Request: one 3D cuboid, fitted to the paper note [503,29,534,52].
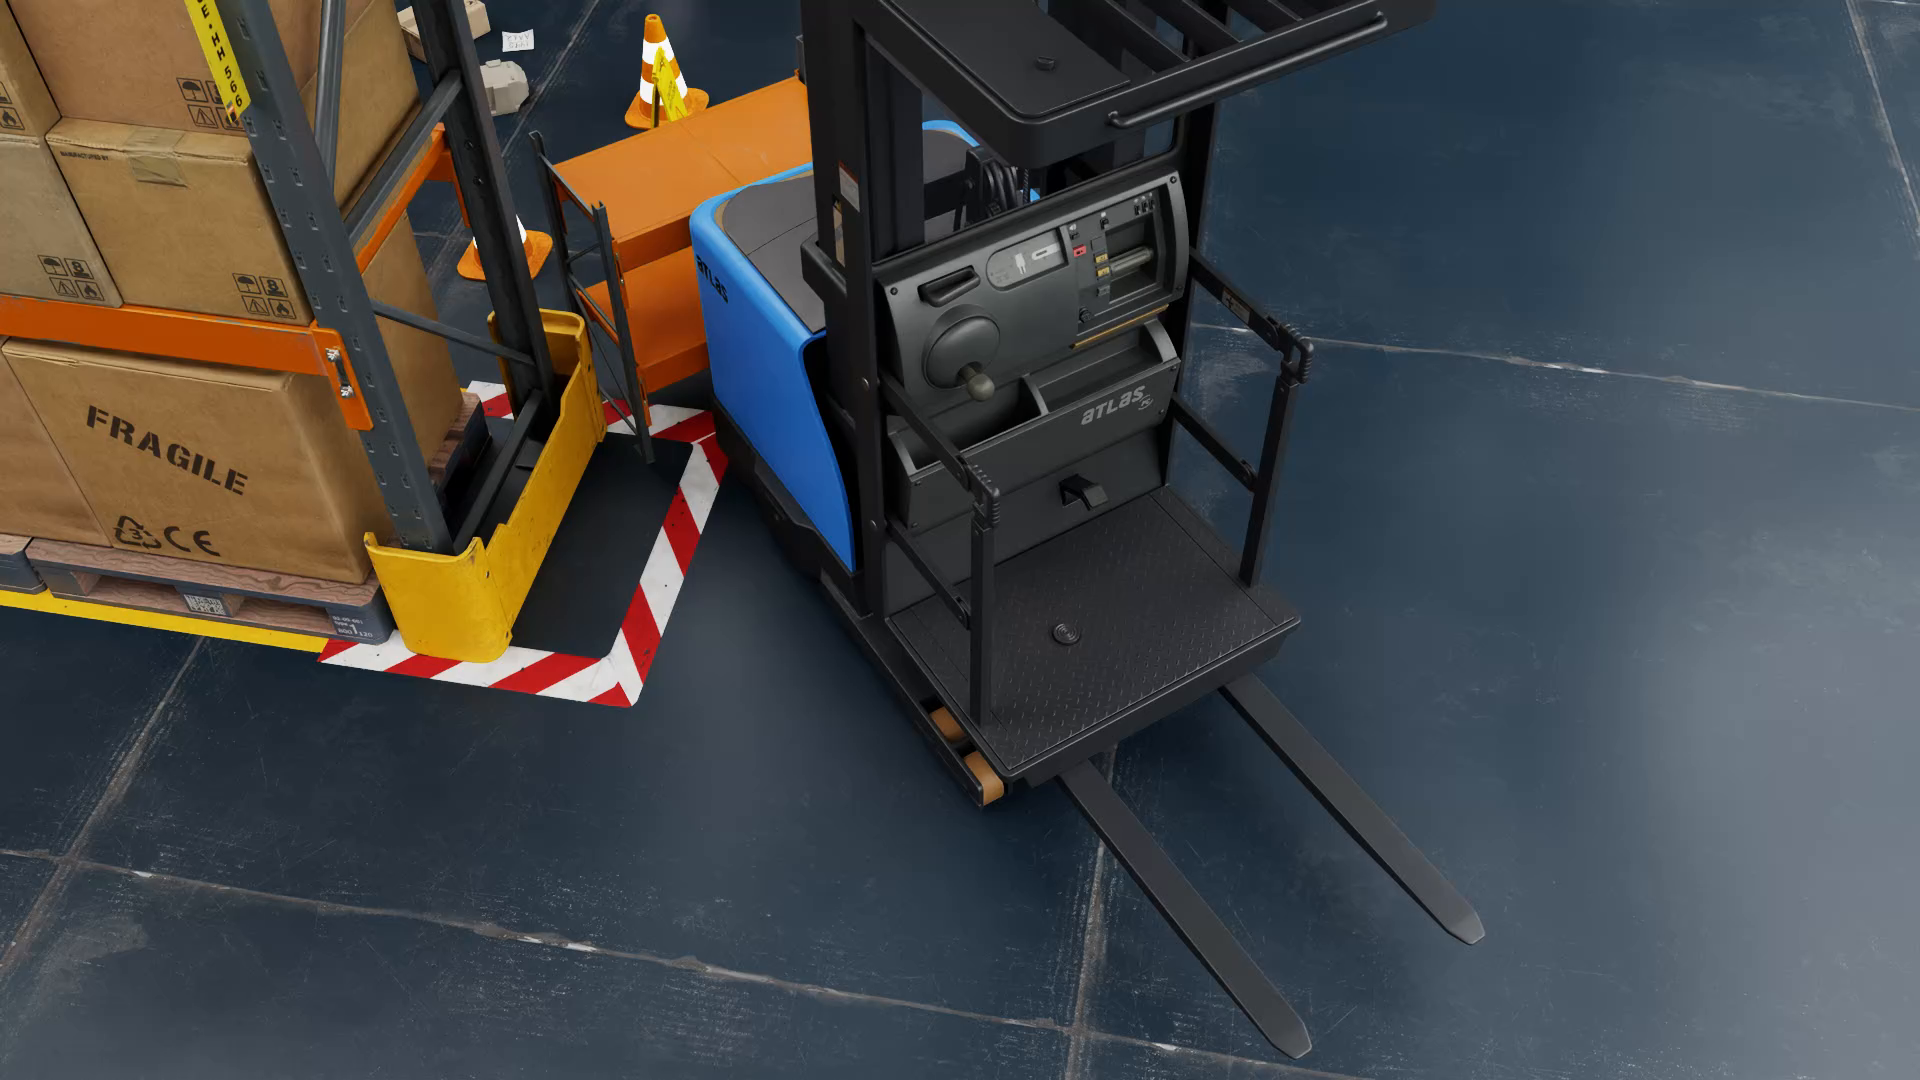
[{"bbox_3d":[-2.087,-2.361,7.851,0.142,0.019,0.148,-7,48,-7],"label":"paper note"}]

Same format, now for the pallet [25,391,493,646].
[{"bbox_3d":[-2.385,-0.165,5.756,1.213,0.211,1.003,8,49,7],"label":"pallet"}]

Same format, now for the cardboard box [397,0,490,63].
[{"bbox_3d":[-2.451,-2.427,7.831,0.250,0.149,0.380,32,56,26],"label":"cardboard box"}]

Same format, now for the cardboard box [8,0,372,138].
[{"bbox_3d":[-1.942,-1.537,4.288,0.550,0.550,0.875,8,49,7],"label":"cardboard box"}]

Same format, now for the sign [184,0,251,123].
[{"bbox_3d":[-1.694,-1.119,3.801,0.005,0.325,0.100,8,49,7],"label":"sign"}]

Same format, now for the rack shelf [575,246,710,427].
[{"bbox_3d":[-0.838,-0.859,6.094,1.000,0.278,0.538,-27,54,-22],"label":"rack shelf"}]

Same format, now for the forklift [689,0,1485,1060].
[{"bbox_3d":[0.334,-0.585,4.305,1.130,2.935,3.031,-25,53,-21],"label":"forklift"}]

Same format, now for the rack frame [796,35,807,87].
[{"bbox_3d":[-0.420,-1.238,6.106,0.032,1.125,0.500,-27,54,-22],"label":"rack frame"}]

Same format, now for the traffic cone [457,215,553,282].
[{"bbox_3d":[-1.854,-1.310,6.616,0.334,0.463,0.336,8,49,7],"label":"traffic cone"}]

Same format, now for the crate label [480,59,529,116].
[{"bbox_3d":[-2.103,-2.042,7.493,0.298,0.136,0.250,-15,50,-13],"label":"crate label"}]

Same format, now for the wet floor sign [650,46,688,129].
[{"bbox_3d":[-1.203,-1.707,6.850,0.232,0.644,0.267,0,48,0],"label":"wet floor sign"}]

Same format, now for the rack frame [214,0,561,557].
[{"bbox_3d":[-1.584,-1.048,4.676,0.127,3.000,1.000,8,49,7],"label":"rack frame"}]

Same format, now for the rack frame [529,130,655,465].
[{"bbox_3d":[-1.256,-0.807,5.719,0.032,1.125,0.500,-27,54,-22],"label":"rack frame"}]

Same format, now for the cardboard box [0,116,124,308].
[{"bbox_3d":[-2.502,-1.171,4.685,0.550,0.550,0.875,8,49,7],"label":"cardboard box"}]

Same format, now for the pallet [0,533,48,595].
[{"bbox_3d":[-3.582,-0.328,5.903,1.213,0.211,1.003,8,49,7],"label":"pallet"}]

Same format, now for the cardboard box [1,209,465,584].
[{"bbox_3d":[-2.263,-0.520,5.347,0.875,0.875,0.875,8,49,7],"label":"cardboard box"}]

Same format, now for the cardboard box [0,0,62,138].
[{"bbox_3d":[-2.500,-1.542,4.292,0.550,0.550,0.875,8,49,7],"label":"cardboard box"}]

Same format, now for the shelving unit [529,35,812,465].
[{"bbox_3d":[-0.838,-1.022,5.912,1.048,1.125,0.538,-27,54,-22],"label":"shelving unit"}]

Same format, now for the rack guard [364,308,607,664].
[{"bbox_3d":[-1.560,-0.210,5.602,0.348,0.500,1.175,8,49,7],"label":"rack guard"}]

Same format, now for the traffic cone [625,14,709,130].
[{"bbox_3d":[-1.318,-2.092,7.319,0.334,0.463,0.336,8,49,7],"label":"traffic cone"}]

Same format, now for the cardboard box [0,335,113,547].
[{"bbox_3d":[-3.129,-0.635,5.450,0.875,0.875,0.875,7,48,6],"label":"cardboard box"}]

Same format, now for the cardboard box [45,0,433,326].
[{"bbox_3d":[-1.957,-1.115,4.634,0.550,0.550,0.875,8,49,7],"label":"cardboard box"}]

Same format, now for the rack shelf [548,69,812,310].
[{"bbox_3d":[-0.838,-1.218,5.694,1.000,0.278,0.538,-27,54,-22],"label":"rack shelf"}]

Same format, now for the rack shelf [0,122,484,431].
[{"bbox_3d":[-3.552,-1.073,5.181,4.000,0.370,1.077,8,49,7],"label":"rack shelf"}]
